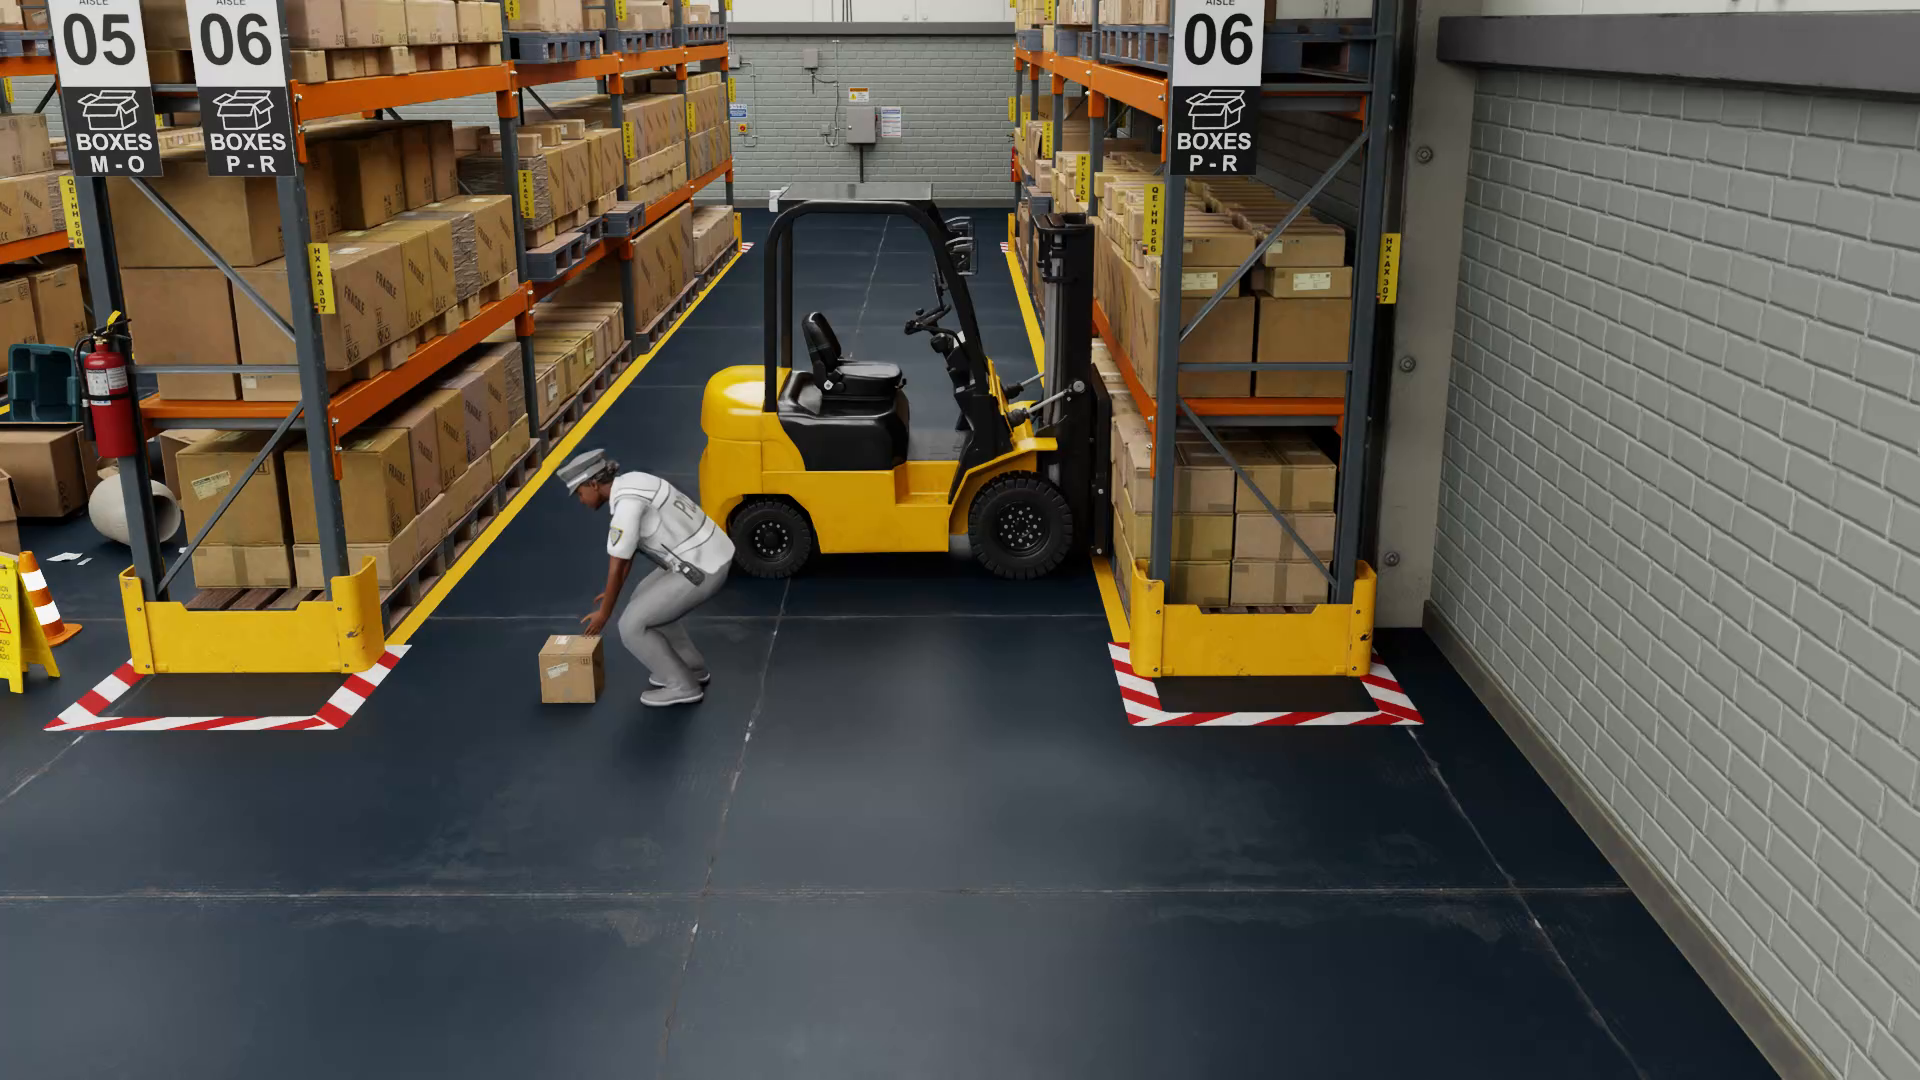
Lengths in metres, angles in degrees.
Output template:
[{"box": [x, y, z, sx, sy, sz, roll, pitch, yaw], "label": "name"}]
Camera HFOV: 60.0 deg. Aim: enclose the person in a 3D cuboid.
[{"box": [-1.453, 0.165, 7.778, 0.792, 1.218, 0.501, 0, 17, -1], "label": "person"}]
